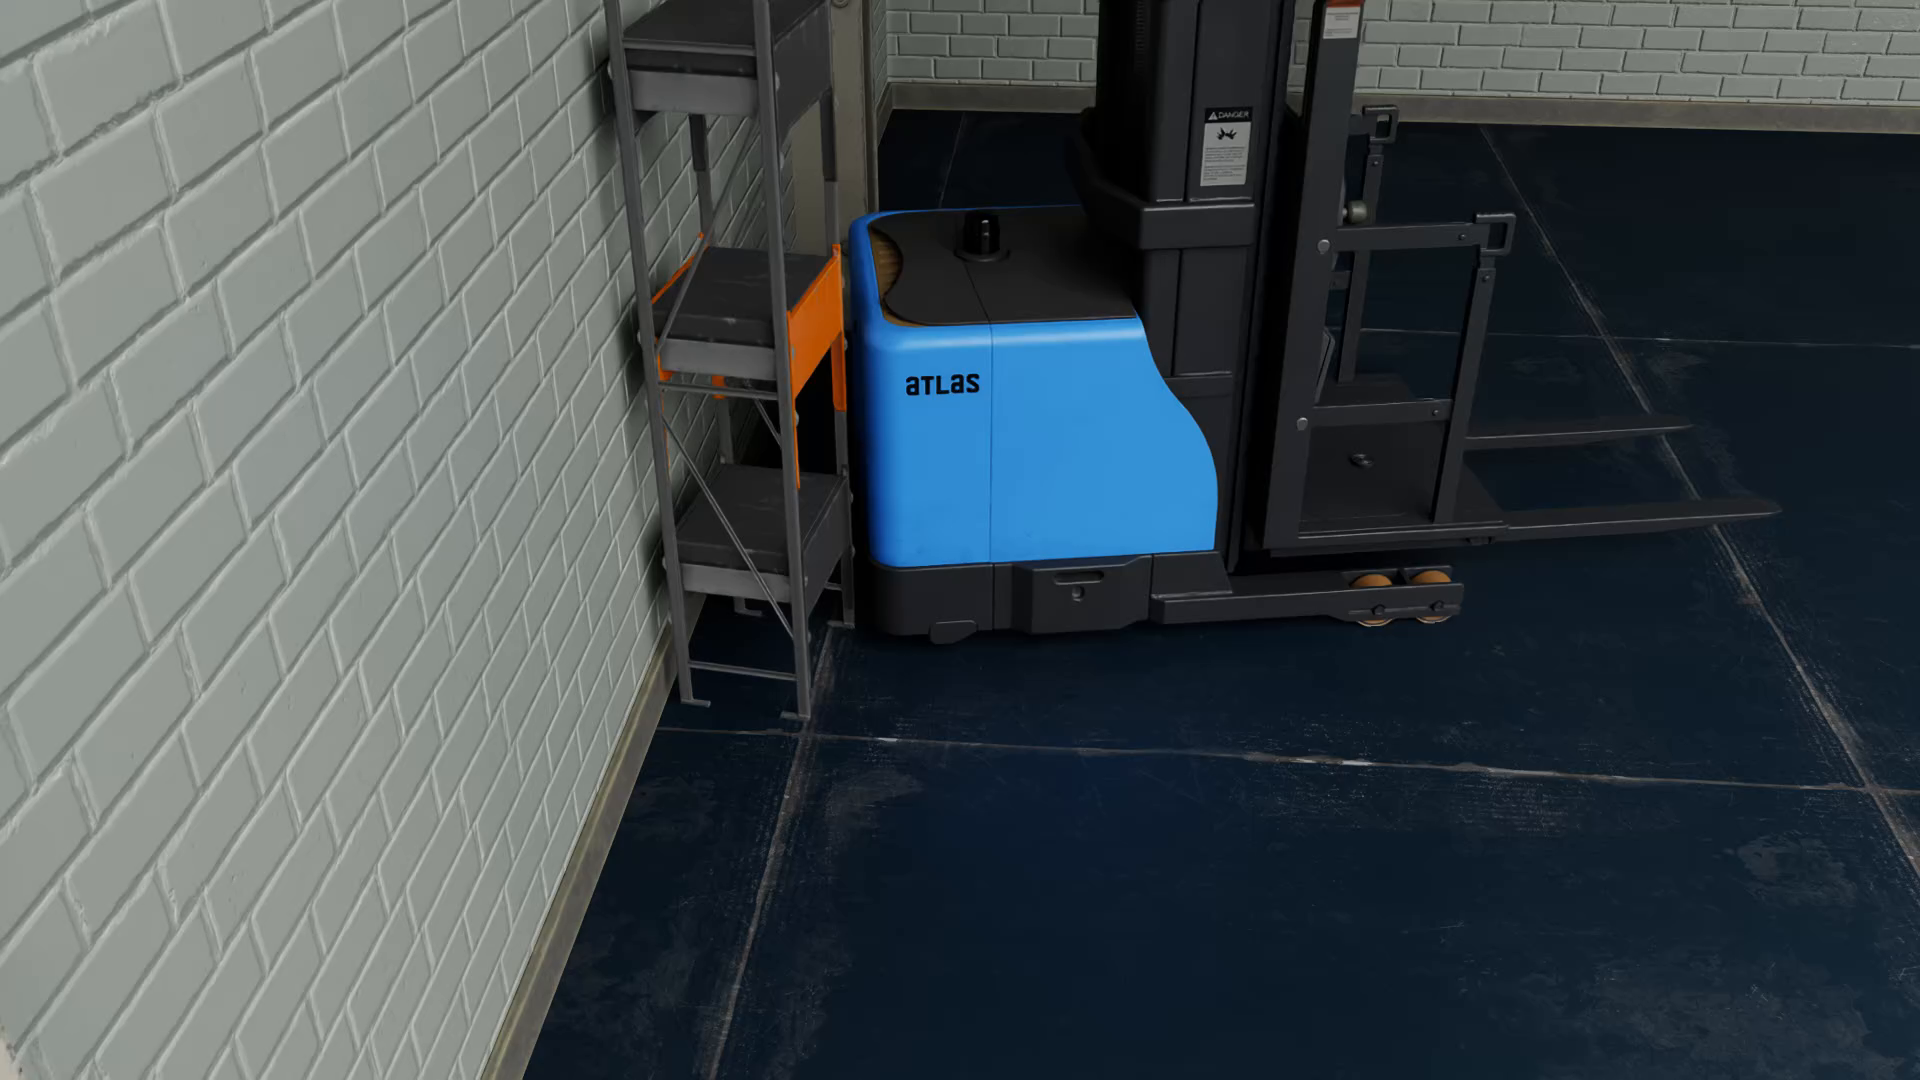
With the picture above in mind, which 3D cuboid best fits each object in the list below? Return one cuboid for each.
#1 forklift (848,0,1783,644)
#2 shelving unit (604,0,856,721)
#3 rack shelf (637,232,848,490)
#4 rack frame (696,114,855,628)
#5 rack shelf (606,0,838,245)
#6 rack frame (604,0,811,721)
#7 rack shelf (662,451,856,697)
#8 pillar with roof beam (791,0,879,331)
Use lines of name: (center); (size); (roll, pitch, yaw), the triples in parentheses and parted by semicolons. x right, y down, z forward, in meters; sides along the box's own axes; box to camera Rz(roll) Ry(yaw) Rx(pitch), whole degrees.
forklift: (1.175, -1.244, 4.975); (3.031, 2.935, 1.130); (-3, 32, -5)
shelving unit: (-0.584, -0.514, 4.582); (0.431, 2.100, 0.503); (7, 32, 11)
rack shelf: (-0.584, -0.502, 4.589); (0.431, 0.518, 0.480); (7, 32, 11)
rack frame: (-0.531, -0.639, 4.785); (0.400, 2.100, 0.015); (7, 32, 11)
rack shelf: (-0.584, -1.098, 4.222); (0.431, 0.518, 0.480); (7, 32, 11)
rack frame: (-0.636, -0.389, 4.379); (0.400, 2.100, 0.015); (7, 32, 11)
rack shelf: (-0.584, 0.094, 4.957); (0.431, 0.518, 0.480); (7, 32, 11)
pillar with roof beam: (3.763, -4.662, 4.737); (9.100, 9.000, 0.400); (2, 32, 4)
